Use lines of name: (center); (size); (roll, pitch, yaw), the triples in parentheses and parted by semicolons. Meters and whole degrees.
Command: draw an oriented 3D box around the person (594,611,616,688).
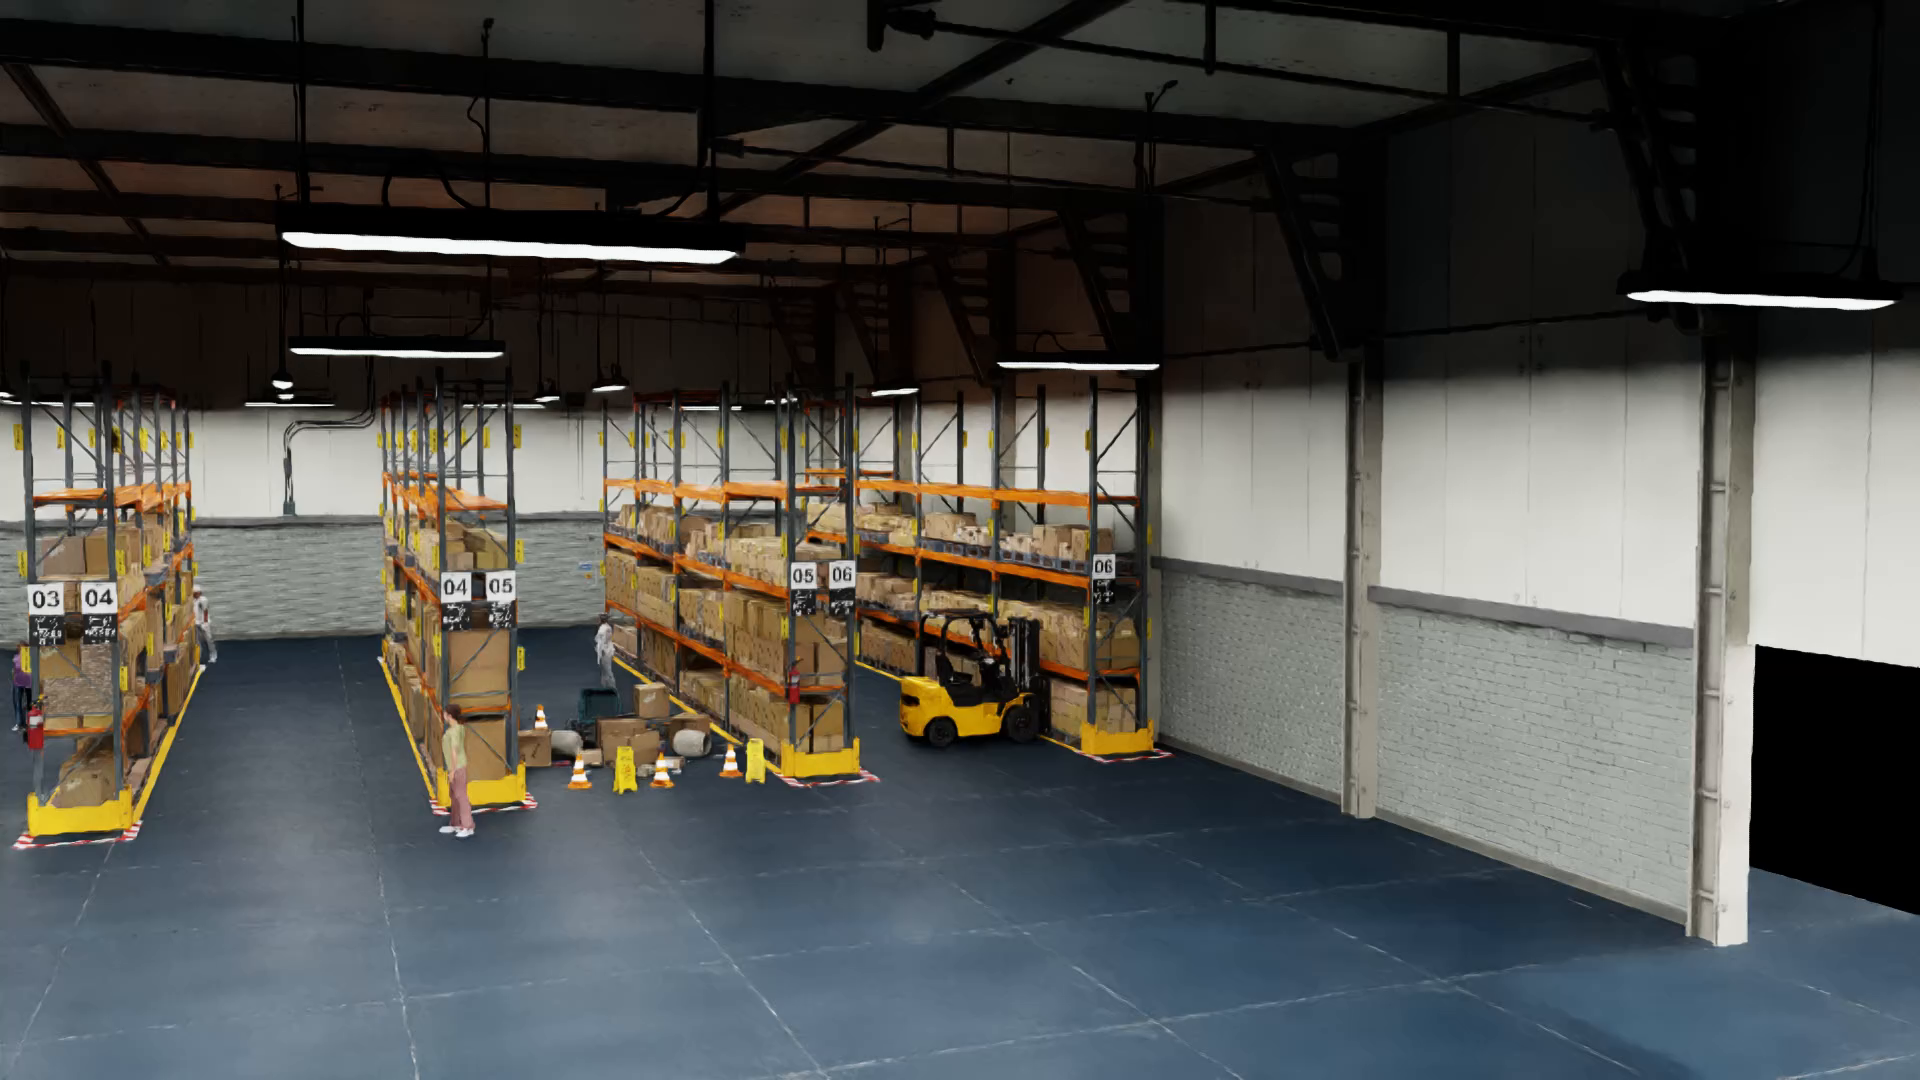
person: (-6.901, 2.219, 32.206); (0.555, 1.663, 0.585); (0, 3, 2)

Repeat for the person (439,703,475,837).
person: (-6.374, 2.892, 21.023); (0.456, 1.670, 0.508); (-1, 4, -13)

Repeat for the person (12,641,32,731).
person: (-16.167, 2.498, 28.771); (0.415, 1.517, 1.041); (-2, 4, -24)

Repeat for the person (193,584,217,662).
person: (-17.032, 1.877, 37.304); (0.583, 1.784, 0.578); (3, 5, 40)
